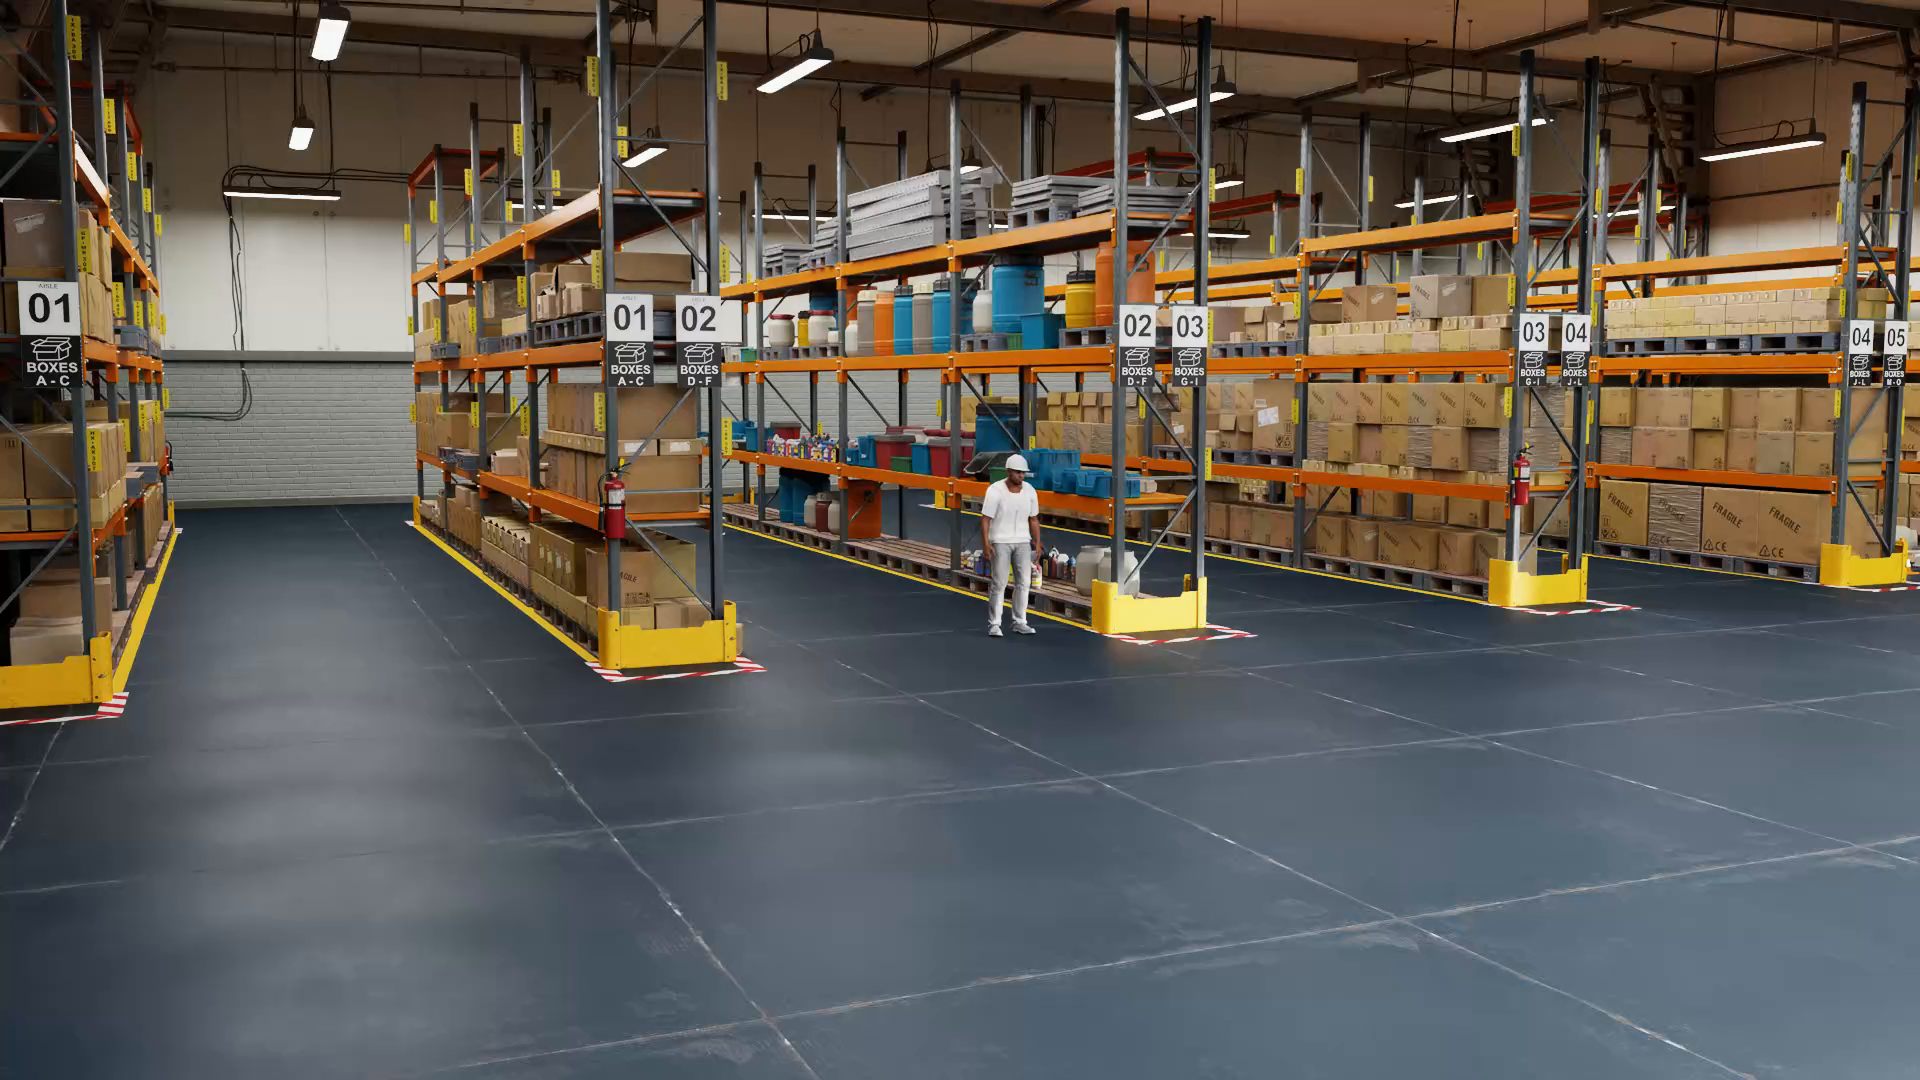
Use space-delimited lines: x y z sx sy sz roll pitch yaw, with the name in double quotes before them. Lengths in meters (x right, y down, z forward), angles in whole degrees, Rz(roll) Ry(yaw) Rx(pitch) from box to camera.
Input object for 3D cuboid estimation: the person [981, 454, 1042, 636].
"person" 0.504 0.044 16.197 0.628 1.761 0.456 -2 6 -23
